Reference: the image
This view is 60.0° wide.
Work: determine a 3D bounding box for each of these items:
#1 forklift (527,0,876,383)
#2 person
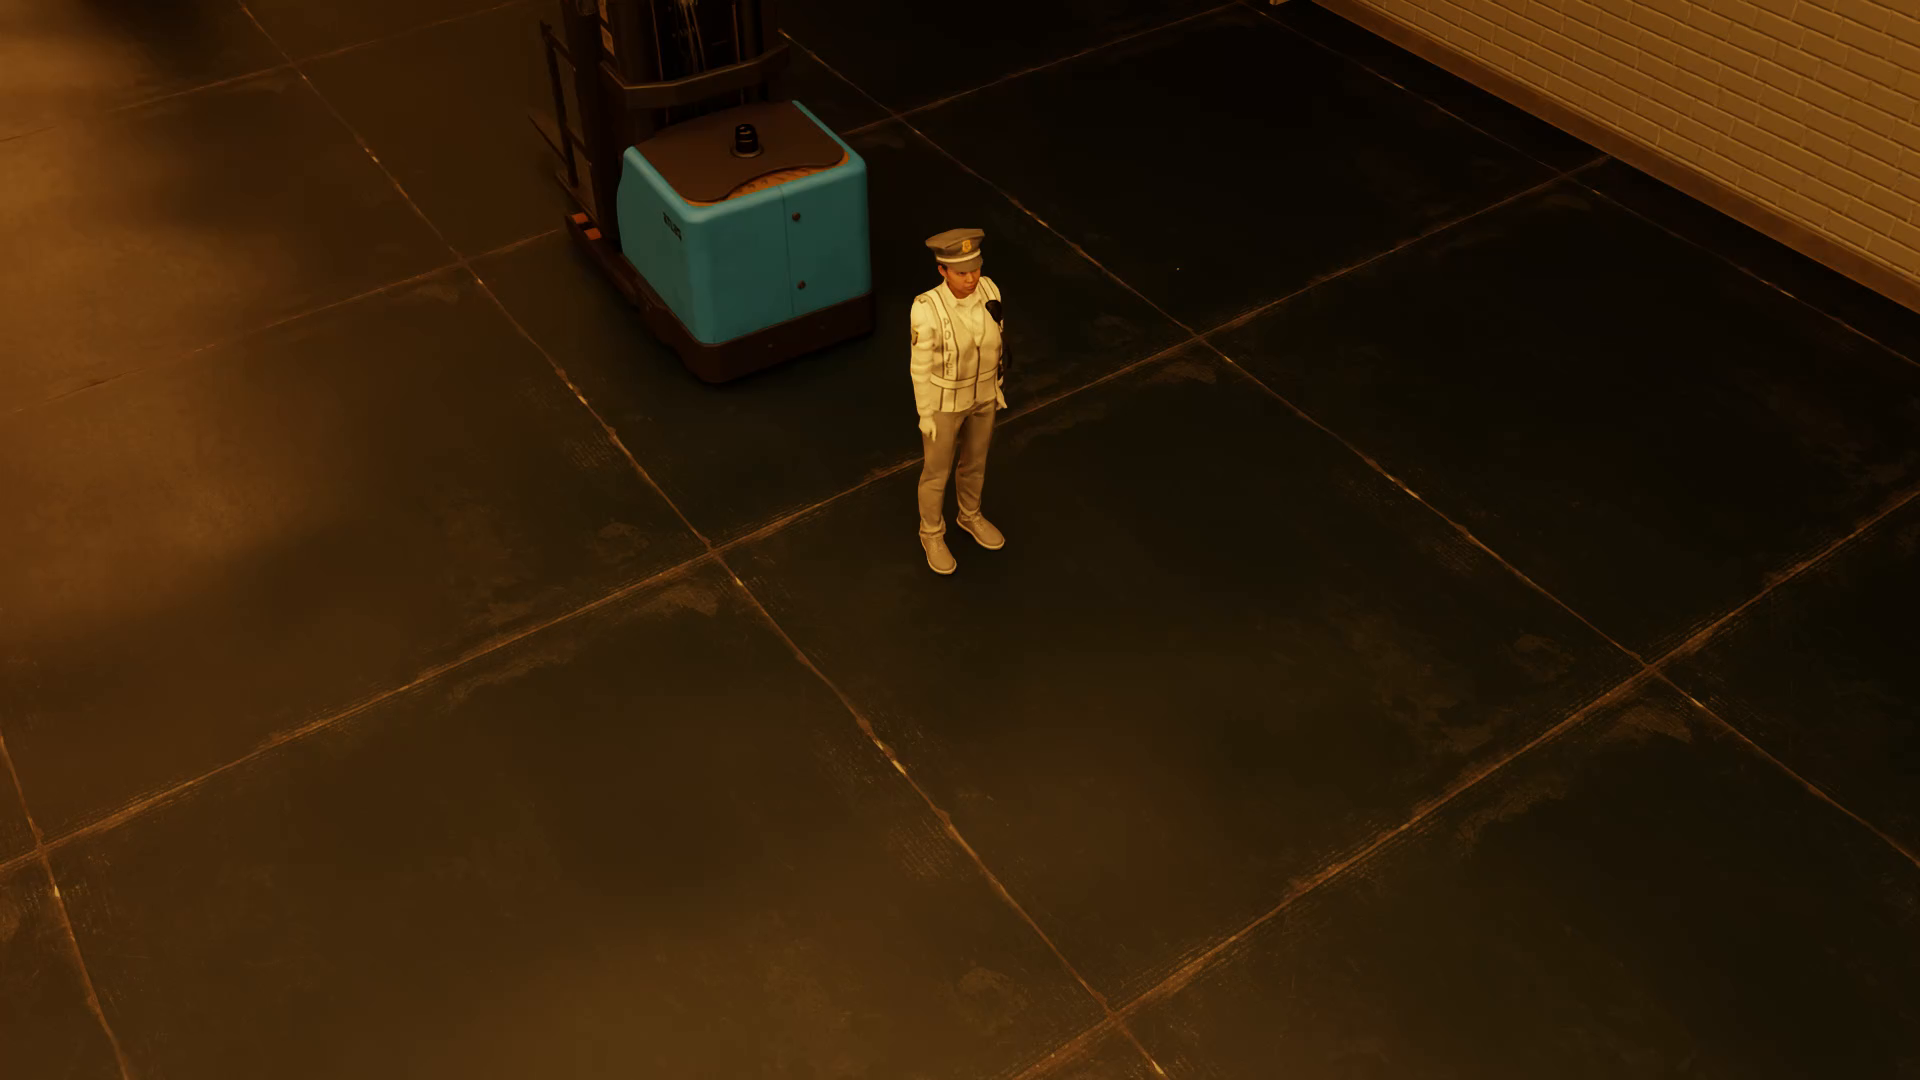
[{"bbox_3d":[-1.655,-2.872,8.832,1.130,2.935,3.031,-23,47,-23],"label":"forklift"},{"bbox_3d":[0.005,-0.623,7.309,0.461,1.694,0.354,-25,48,-25],"label":"person"}]
